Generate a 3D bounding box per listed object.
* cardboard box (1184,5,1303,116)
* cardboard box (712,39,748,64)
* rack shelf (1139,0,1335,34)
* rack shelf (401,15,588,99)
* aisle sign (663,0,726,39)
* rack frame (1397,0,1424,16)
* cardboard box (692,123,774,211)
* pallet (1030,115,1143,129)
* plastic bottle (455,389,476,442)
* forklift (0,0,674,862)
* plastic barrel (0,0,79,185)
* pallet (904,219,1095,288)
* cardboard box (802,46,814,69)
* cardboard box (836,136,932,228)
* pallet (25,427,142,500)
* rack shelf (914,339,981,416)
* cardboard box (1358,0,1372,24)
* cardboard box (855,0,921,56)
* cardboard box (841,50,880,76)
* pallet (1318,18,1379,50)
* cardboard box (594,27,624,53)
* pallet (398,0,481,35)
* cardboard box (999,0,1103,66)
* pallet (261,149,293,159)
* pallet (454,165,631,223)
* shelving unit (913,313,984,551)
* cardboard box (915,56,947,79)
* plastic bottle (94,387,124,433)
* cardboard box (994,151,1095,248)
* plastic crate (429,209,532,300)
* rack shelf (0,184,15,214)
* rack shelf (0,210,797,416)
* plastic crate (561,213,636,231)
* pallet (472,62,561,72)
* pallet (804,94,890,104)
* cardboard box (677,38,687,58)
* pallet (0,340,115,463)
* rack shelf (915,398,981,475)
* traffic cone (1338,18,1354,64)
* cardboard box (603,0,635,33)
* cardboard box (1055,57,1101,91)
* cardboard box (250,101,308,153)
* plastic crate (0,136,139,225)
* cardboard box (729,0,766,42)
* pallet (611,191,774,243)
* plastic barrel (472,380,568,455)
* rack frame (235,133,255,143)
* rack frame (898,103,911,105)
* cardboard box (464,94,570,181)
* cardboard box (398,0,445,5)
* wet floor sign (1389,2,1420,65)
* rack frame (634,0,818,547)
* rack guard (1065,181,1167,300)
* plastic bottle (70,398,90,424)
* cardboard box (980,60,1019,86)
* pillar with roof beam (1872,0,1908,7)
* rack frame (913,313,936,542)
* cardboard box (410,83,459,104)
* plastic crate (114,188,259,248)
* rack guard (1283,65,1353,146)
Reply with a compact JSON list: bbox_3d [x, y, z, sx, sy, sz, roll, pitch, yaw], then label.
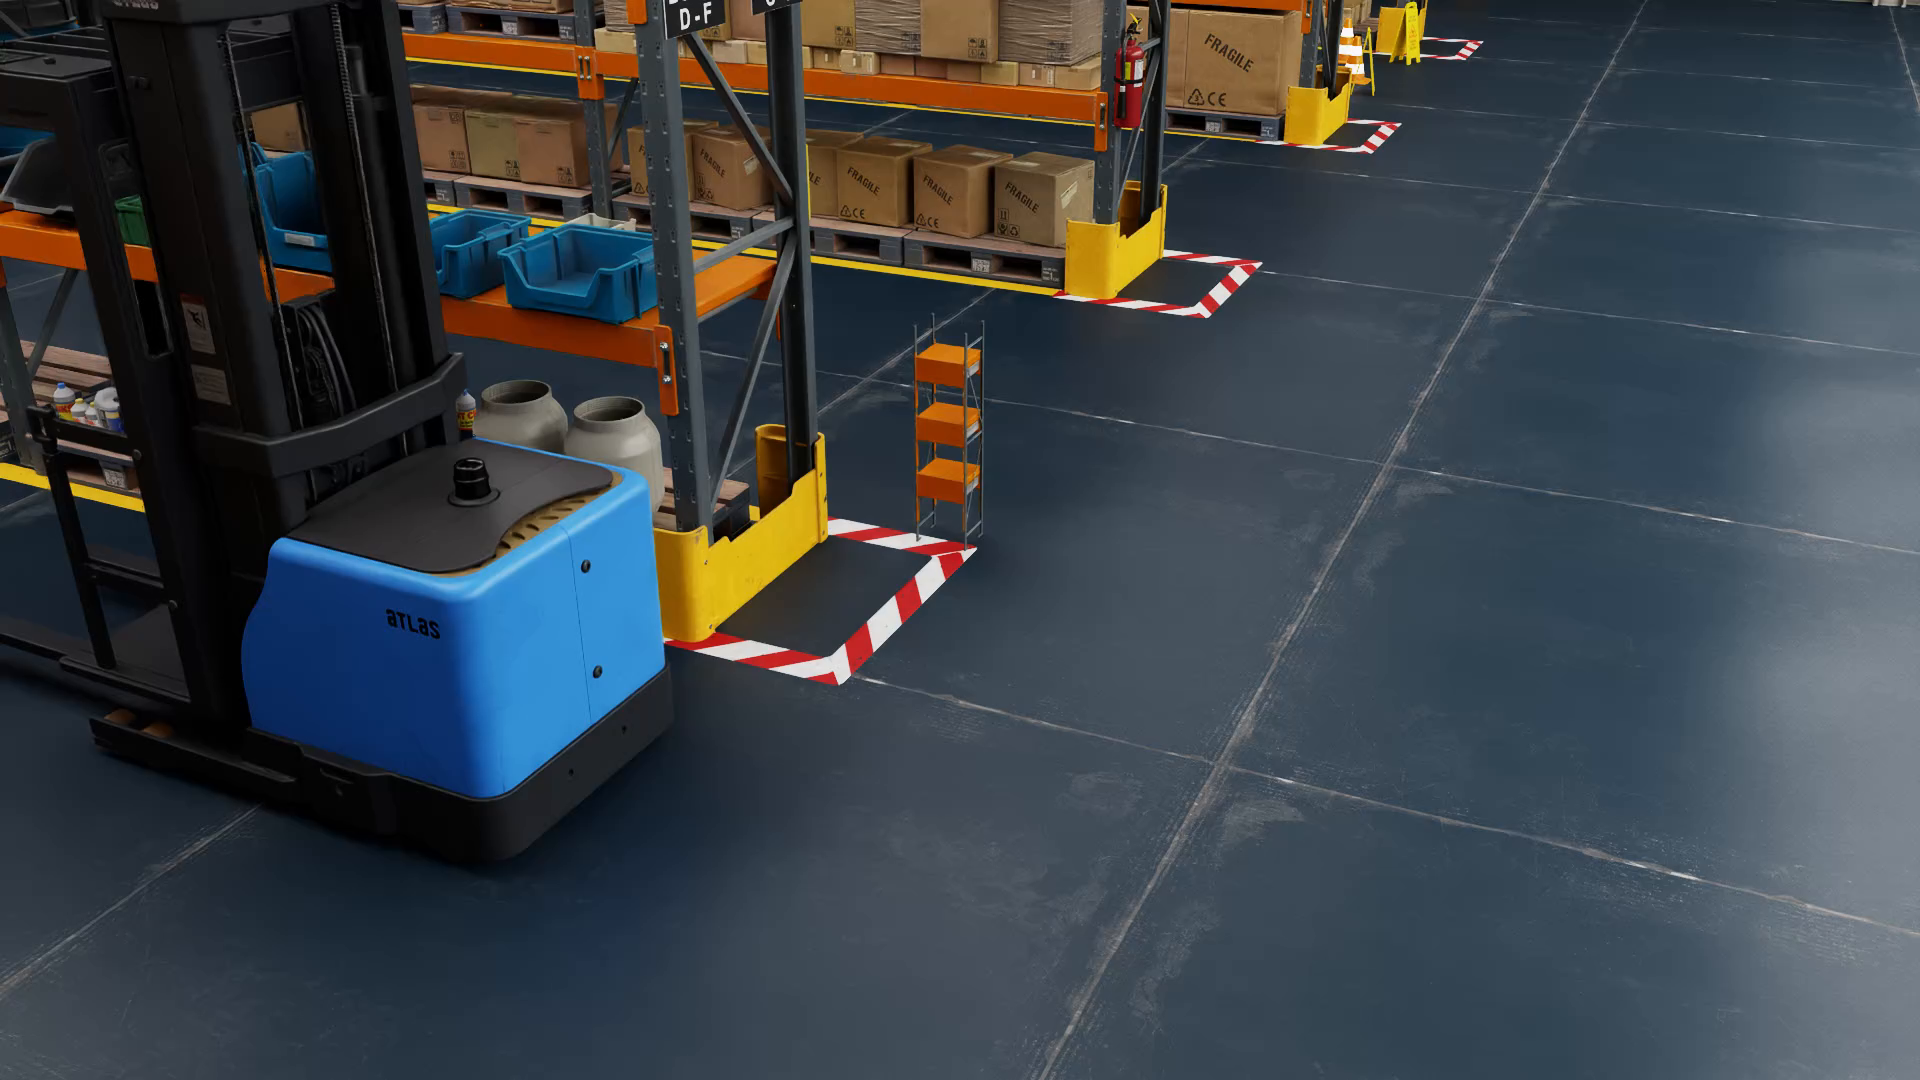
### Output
[{"bbox_3d":[2.645,-4.482,15.387,0.875,0.875,0.875,12,28,22],"label":"cardboard box"},{"bbox_3d":[-1.523,-3.442,11.630,0.250,0.149,0.380,11,28,22],"label":"cardboard box"},{"bbox_3d":[1.469,-5.192,15.715,4.000,0.370,1.077,11,28,22],"label":"rack shelf"},{"bbox_3d":[-4.318,-3.948,13.187,4.000,0.370,1.077,11,28,22],"label":"rack shelf"},{"bbox_3d":[-0.964,-2.216,5.911,0.004,0.787,0.394,11,28,22],"label":"aisle sign"},{"bbox_3d":[5.246,-7.158,18.893,0.127,3.000,1.000,11,28,22],"label":"rack frame"},{"bbox_3d":[-1.625,-2.781,12.357,0.500,0.500,0.500,22,34,38],"label":"cardboard box"},{"bbox_3d":[1.422,-4.237,16.116,1.213,0.211,1.003,11,28,22],"label":"pallet"},{"bbox_3d":[-2.428,-0.612,8.188,0.097,0.271,0.097,0,26,0],"label":"plastic bottle"},{"bbox_3d":[-2.625,-0.680,5.814,3.031,2.935,1.130,12,29,23],"label":"forklift"},{"bbox_3d":[-4.774,-2.331,8.520,0.708,0.901,0.600,11,28,22],"label":"plastic barrel"},{"bbox_3d":[0.350,-2.099,11.775,1.213,0.211,1.003,11,28,22],"label":"pallet"},{"bbox_3d":[-1.055,-3.363,11.469,0.250,0.149,0.380,11,28,22],"label":"cardboard box"},{"bbox_3d":[-0.538,-2.579,11.947,0.500,0.500,0.500,14,30,27],"label":"cardboard box"},{"bbox_3d":[-3.953,-0.523,8.573,1.213,0.211,1.003,11,28,22],"label":"pallet"},{"bbox_3d":[-0.048,-0.726,7.418,0.240,0.259,0.215,11,28,22],"label":"rack shelf"},{"bbox_3d":[4.626,-6.372,19.933,0.500,0.250,0.500,11,28,21],"label":"cardboard box"},{"bbox_3d":[-0.287,-3.615,11.247,0.500,0.500,0.875,11,28,22],"label":"cardboard box"},{"bbox_3d":[-0.610,-3.262,11.264,0.250,0.149,0.380,11,28,22],"label":"cardboard box"},{"bbox_3d":[4.452,-6.084,19.868,1.213,0.211,1.003,11,28,22],"label":"pallet"},{"bbox_3d":[-2.426,-3.632,12.015,0.250,0.149,0.380,11,28,22],"label":"cardboard box"},{"bbox_3d":[-4.319,-4.205,13.111,1.213,0.211,1.003,11,28,22],"label":"pallet"},{"bbox_3d":[0.655,-3.463,10.939,0.500,0.500,0.875,11,28,22],"label":"cardboard box"},{"bbox_3d":[-5.428,-3.242,14.095,1.213,0.211,1.003,11,28,22],"label":"pallet"},{"bbox_3d":[-3.206,-2.796,13.189,1.213,0.211,1.003,11,28,22],"label":"pallet"},{"bbox_3d":[-0.049,-0.481,7.538,0.252,1.050,0.215,11,28,22],"label":"shelving unit"},{"bbox_3d":[-0.109,-3.215,11.169,0.250,0.149,0.380,11,28,22],"label":"cardboard box"},{"bbox_3d":[-4.133,-0.606,8.171,0.135,0.276,0.152,12,29,24],"label":"plastic bottle"},{"bbox_3d":[0.583,-2.361,11.505,0.500,0.500,0.500,17,31,31],"label":"cardboard box"},{"bbox_3d":[-2.074,-1.207,6.975,0.408,0.251,0.499,11,28,22],"label":"plastic crate"},{"bbox_3d":[-6.368,-1.956,9.142,4.000,0.370,1.077,11,28,22],"label":"rack shelf"},{"bbox_3d":[-2.727,-1.225,7.656,4.000,0.370,1.077,11,28,22],"label":"rack shelf"},{"bbox_3d":[-1.588,-1.357,7.408,0.250,0.136,0.298,11,28,22],"label":"plastic crate"},{"bbox_3d":[-4.704,-5.505,18.691,1.213,0.211,1.003,11,28,22],"label":"pallet"},{"bbox_3d":[-1.086,-4.740,17.139,1.213,0.211,1.003,11,28,22],"label":"pallet"},{"bbox_3d":[-1.965,-3.546,11.842,0.250,0.149,0.380,11,28,22],"label":"cardboard box"},{"bbox_3d":[-5.278,-0.790,9.116,1.213,0.211,1.003,11,28,22],"label":"pallet"},{"bbox_3d":[-0.049,-0.472,7.543,0.240,0.259,0.215,11,28,22],"label":"rack shelf"},{"bbox_3d":[4.321,-5.580,18.560,0.334,0.463,0.336,11,28,22],"label":"traffic cone"},{"bbox_3d":[-2.113,-3.976,11.980,0.500,0.500,0.875,11,28,22],"label":"cardboard box"},{"bbox_3d":[0.799,-3.030,10.793,0.250,0.149,0.380,11,28,22],"label":"cardboard box"},{"bbox_3d":[-5.520,-3.598,13.993,0.500,0.500,0.700,10,28,19],"label":"cardboard box"},{"bbox_3d":[-4.123,-1.739,7.956,0.504,0.338,0.767,11,28,22],"label":"plastic crate"},{"bbox_3d":[-1.176,-3.820,11.662,0.500,0.500,0.875,11,28,22],"label":"cardboard box"},{"bbox_3d":[-1.871,-2.545,12.681,1.213,0.211,1.003,11,28,22],"label":"pallet"},{"bbox_3d":[-1.993,-0.435,7.580,0.421,0.512,0.421,0,26,0],"label":"plastic barrel"},{"bbox_3d":[-6.138,-4.636,13.771,0.127,3.000,1.000,11,28,22],"label":"rack frame"},{"bbox_3d":[-0.352,-5.881,16.299,0.127,3.000,1.000,11,28,22],"label":"rack frame"},{"bbox_3d":[-3.474,-3.196,13.178,0.500,0.500,0.700,11,28,21],"label":"cardboard box"},{"bbox_3d":[-4.113,-4.419,12.738,0.637,0.503,0.797,15,30,27],"label":"cardboard box"},{"bbox_3d":[4.976,-5.637,18.469,0.232,0.644,0.267,23,35,39],"label":"wet floor sign"},{"bbox_3d":[-0.906,-1.182,6.755,0.127,3.000,1.000,11,28,22],"label":"rack frame"},{"bbox_3d":[1.075,-2.066,11.380,0.348,0.500,1.175,11,28,22],"label":"rack guard"},{"bbox_3d":[-4.346,-0.602,8.247,0.097,0.201,0.097,0,26,0],"label":"plastic bottle"},{"bbox_3d":[0.323,-3.101,10.937,0.250,0.149,0.380,11,28,22],"label":"cardboard box"},{"bbox_3d":[10.717,-9.508,16.874,0.400,9.000,9.100,11,28,22],"label":"pillar with roof beam"},{"bbox_3d":[-0.160,-0.503,7.584,0.008,1.050,0.200,11,28,22],"label":"rack frame"},{"bbox_3d":[-4.491,-3.401,13.593,0.500,0.500,0.700,14,29,26],"label":"cardboard box"},{"bbox_3d":[-3.428,-1.457,7.552,0.662,0.188,0.450,11,28,22],"label":"plastic crate"},{"bbox_3d":[3.311,-4.024,15.356,0.348,0.500,1.175,11,28,22],"label":"rack guard"}]
